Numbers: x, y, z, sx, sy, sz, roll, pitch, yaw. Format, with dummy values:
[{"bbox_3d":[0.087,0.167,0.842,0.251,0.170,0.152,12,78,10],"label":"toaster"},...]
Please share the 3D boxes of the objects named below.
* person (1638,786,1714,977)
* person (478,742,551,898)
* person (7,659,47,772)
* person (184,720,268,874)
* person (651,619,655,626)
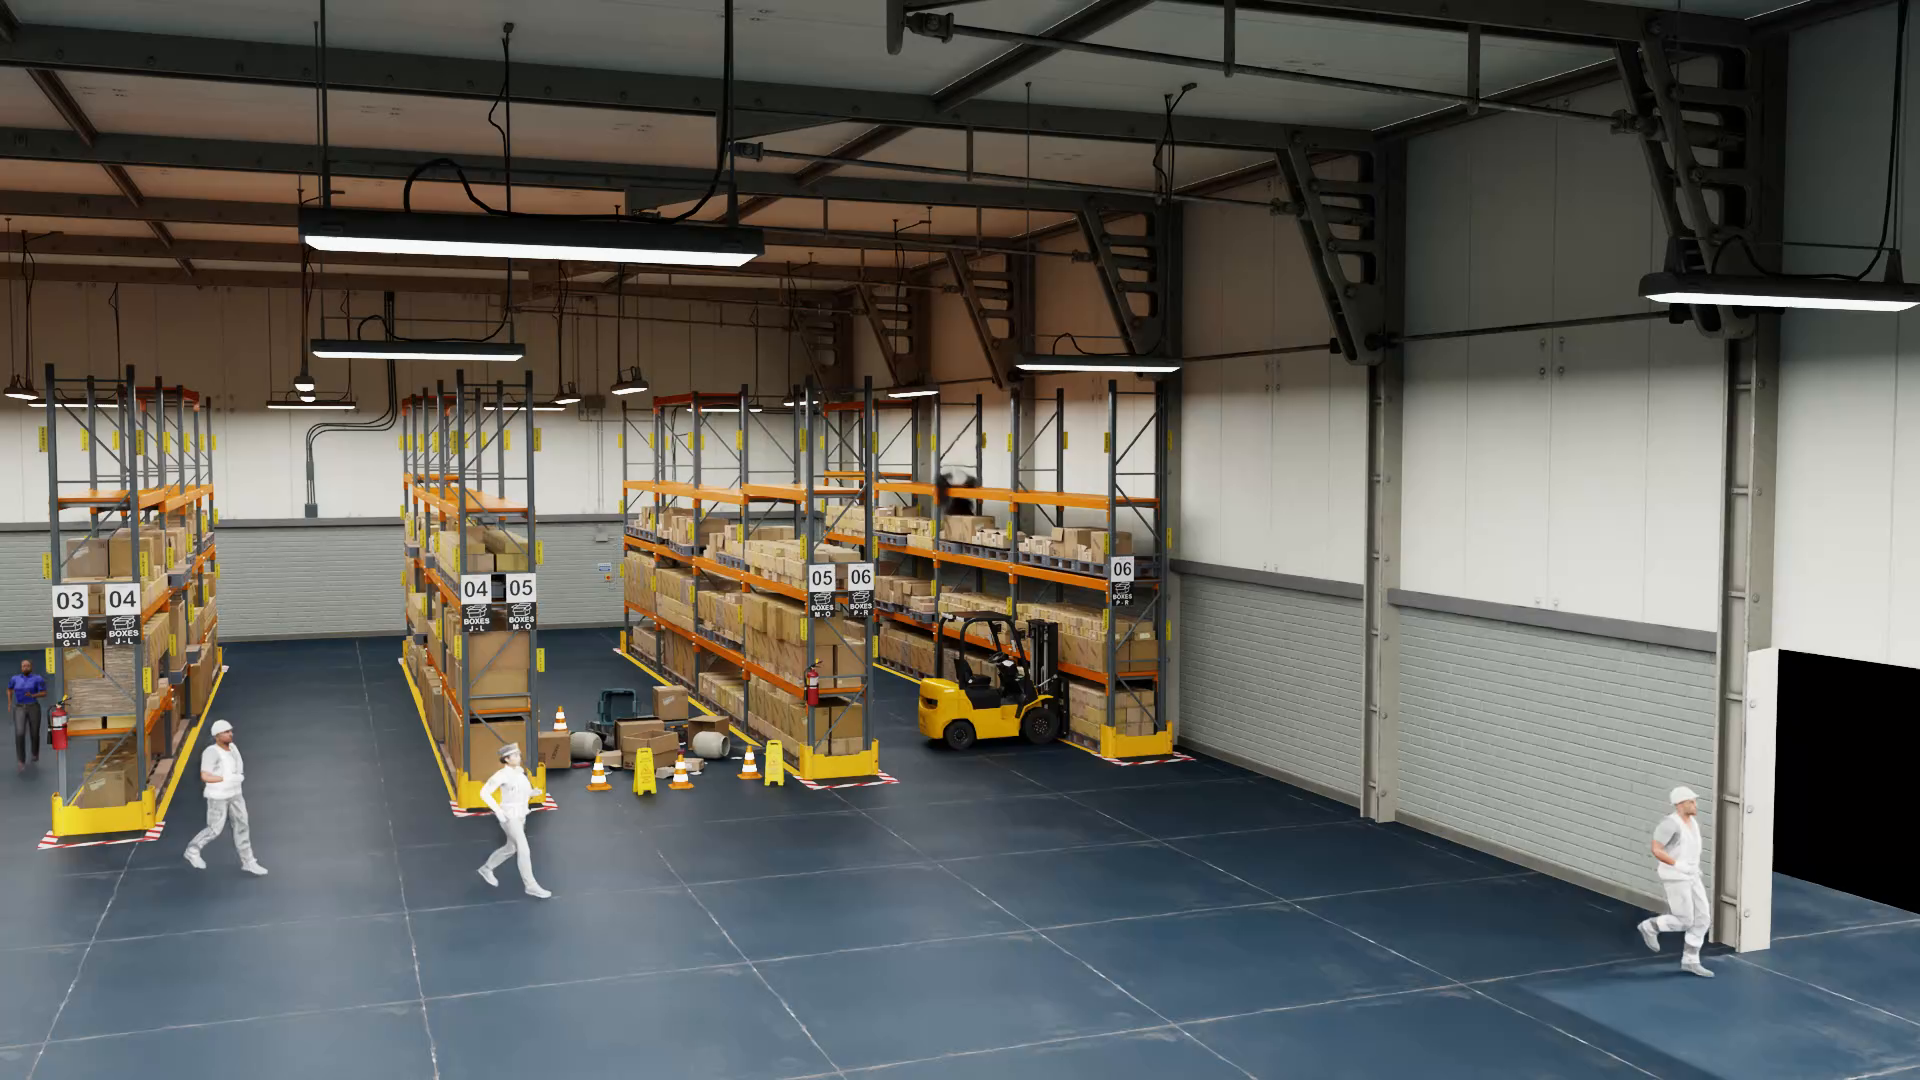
[{"bbox_3d":[6.810,3.209,15.791,0.697,1.763,0.736,-2,4,-35],"label":"person"},{"bbox_3d":[-4.930,3.059,18.320,0.939,1.683,0.608,1,3,14],"label":"person"},{"bbox_3d":[-14.351,2.679,25.584,0.547,1.718,0.761,-2,4,-28],"label":"person"},{"bbox_3d":[-8.497,2.963,19.156,0.993,1.788,0.682,1,3,13],"label":"person"},{"bbox_3d":[-7.460,1.759,41.192,0.916,1.626,0.655,2,4,27],"label":"person"}]
